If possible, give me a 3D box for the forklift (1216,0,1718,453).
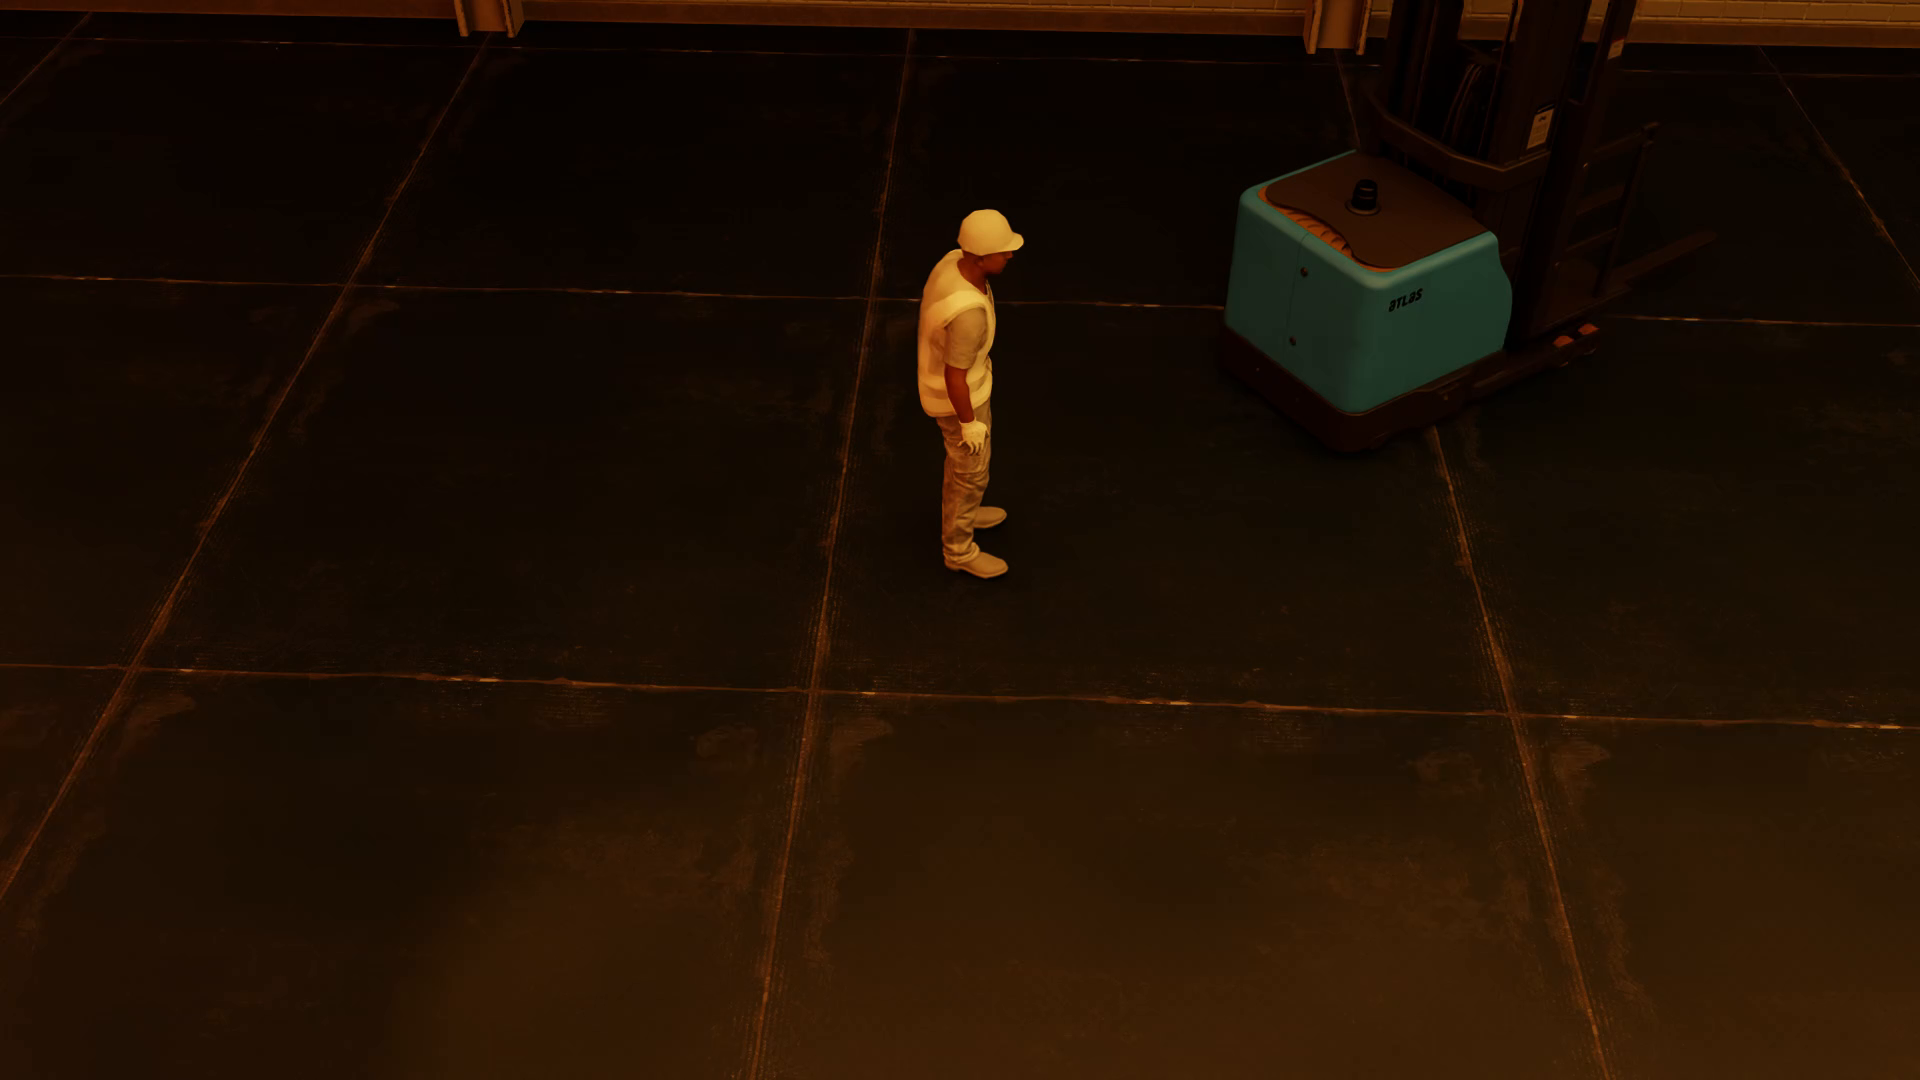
[{"bbox_3d":[2.883,-2.289,8.250,3.031,2.935,1.130,-24,47,-24],"label":"forklift"}]

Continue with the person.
[{"bbox_3d":[0.039,-0.657,7.323,0.448,1.773,0.617,0,42,0],"label":"person"}]
